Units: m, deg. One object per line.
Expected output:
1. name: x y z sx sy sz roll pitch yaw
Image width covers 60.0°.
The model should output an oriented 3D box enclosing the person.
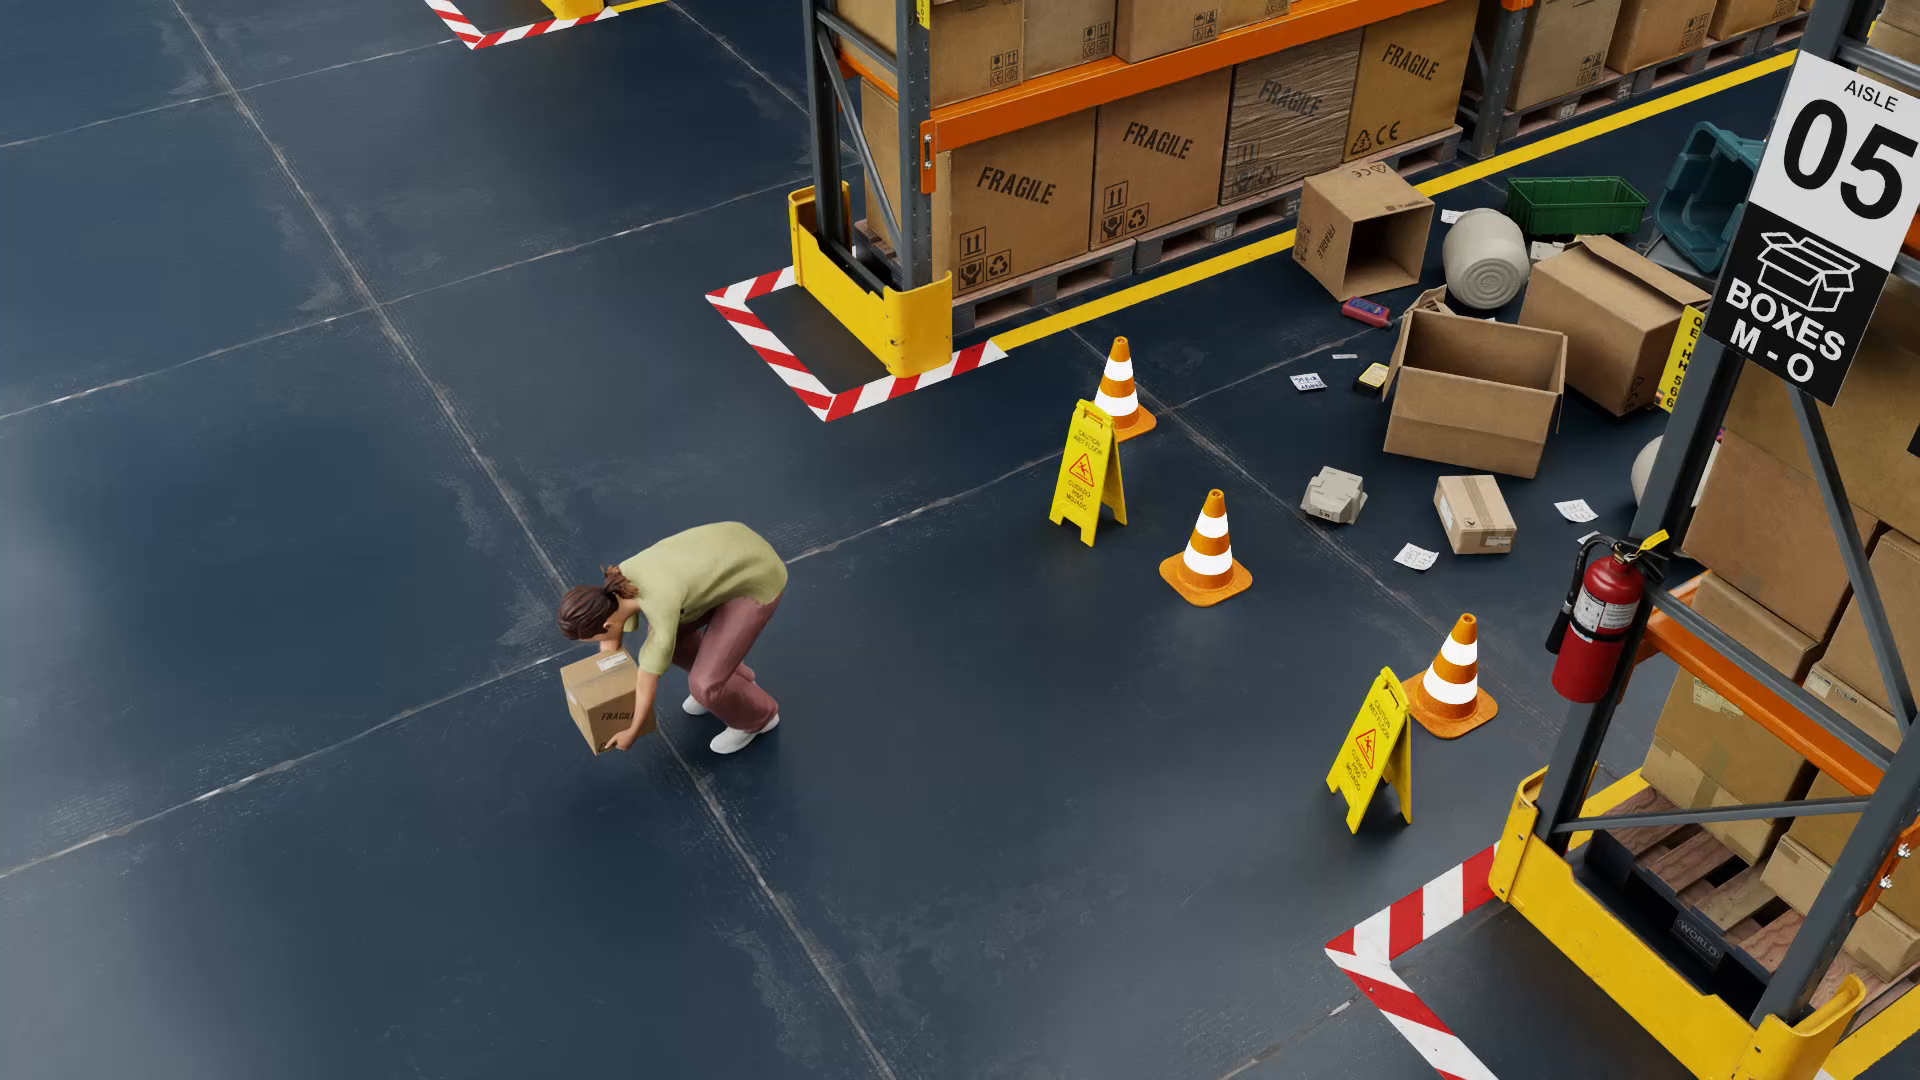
1. person: -1.045 0.398 6.225 0.868 0.987 0.472 -25 47 -26
